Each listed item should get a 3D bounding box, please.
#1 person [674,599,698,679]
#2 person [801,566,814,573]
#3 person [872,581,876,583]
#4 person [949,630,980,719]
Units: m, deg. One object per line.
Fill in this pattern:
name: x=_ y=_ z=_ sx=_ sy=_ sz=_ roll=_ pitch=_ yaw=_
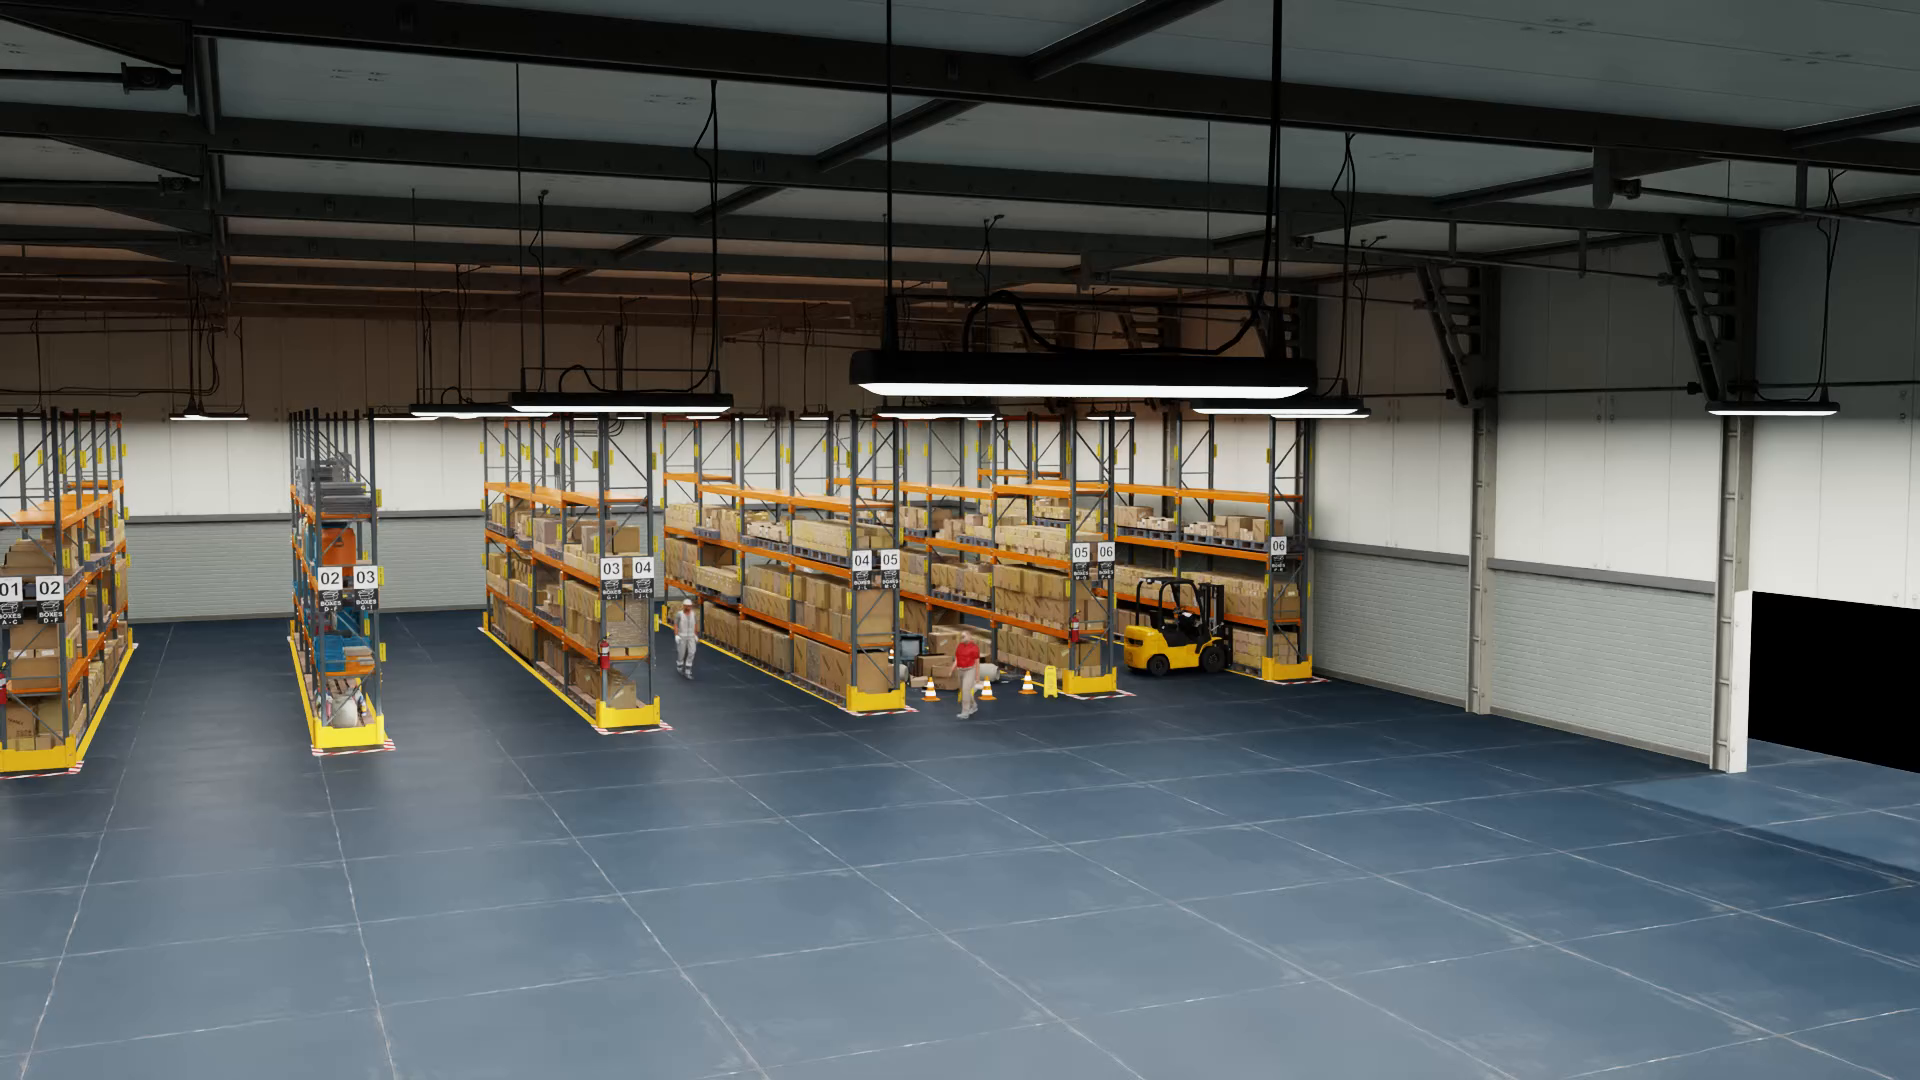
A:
person: x=-6.176 y=2.232 z=37.571 sx=0.635 sy=1.809 sz=0.672 roll=-2 pitch=5 yaw=-32
person: x=-5.016 y=1.093 z=53.661 sx=0.924 sy=1.718 sz=0.529 roll=1 pitch=4 yaw=12
person: x=-2.177 y=1.858 z=40.684 sx=0.627 sy=1.693 sz=0.582 roll=-2 pitch=4 yaw=-24
person: x=0.129 y=2.604 z=32.383 sx=0.805 sy=1.716 sz=0.543 roll=-4 pitch=6 yaw=-44
